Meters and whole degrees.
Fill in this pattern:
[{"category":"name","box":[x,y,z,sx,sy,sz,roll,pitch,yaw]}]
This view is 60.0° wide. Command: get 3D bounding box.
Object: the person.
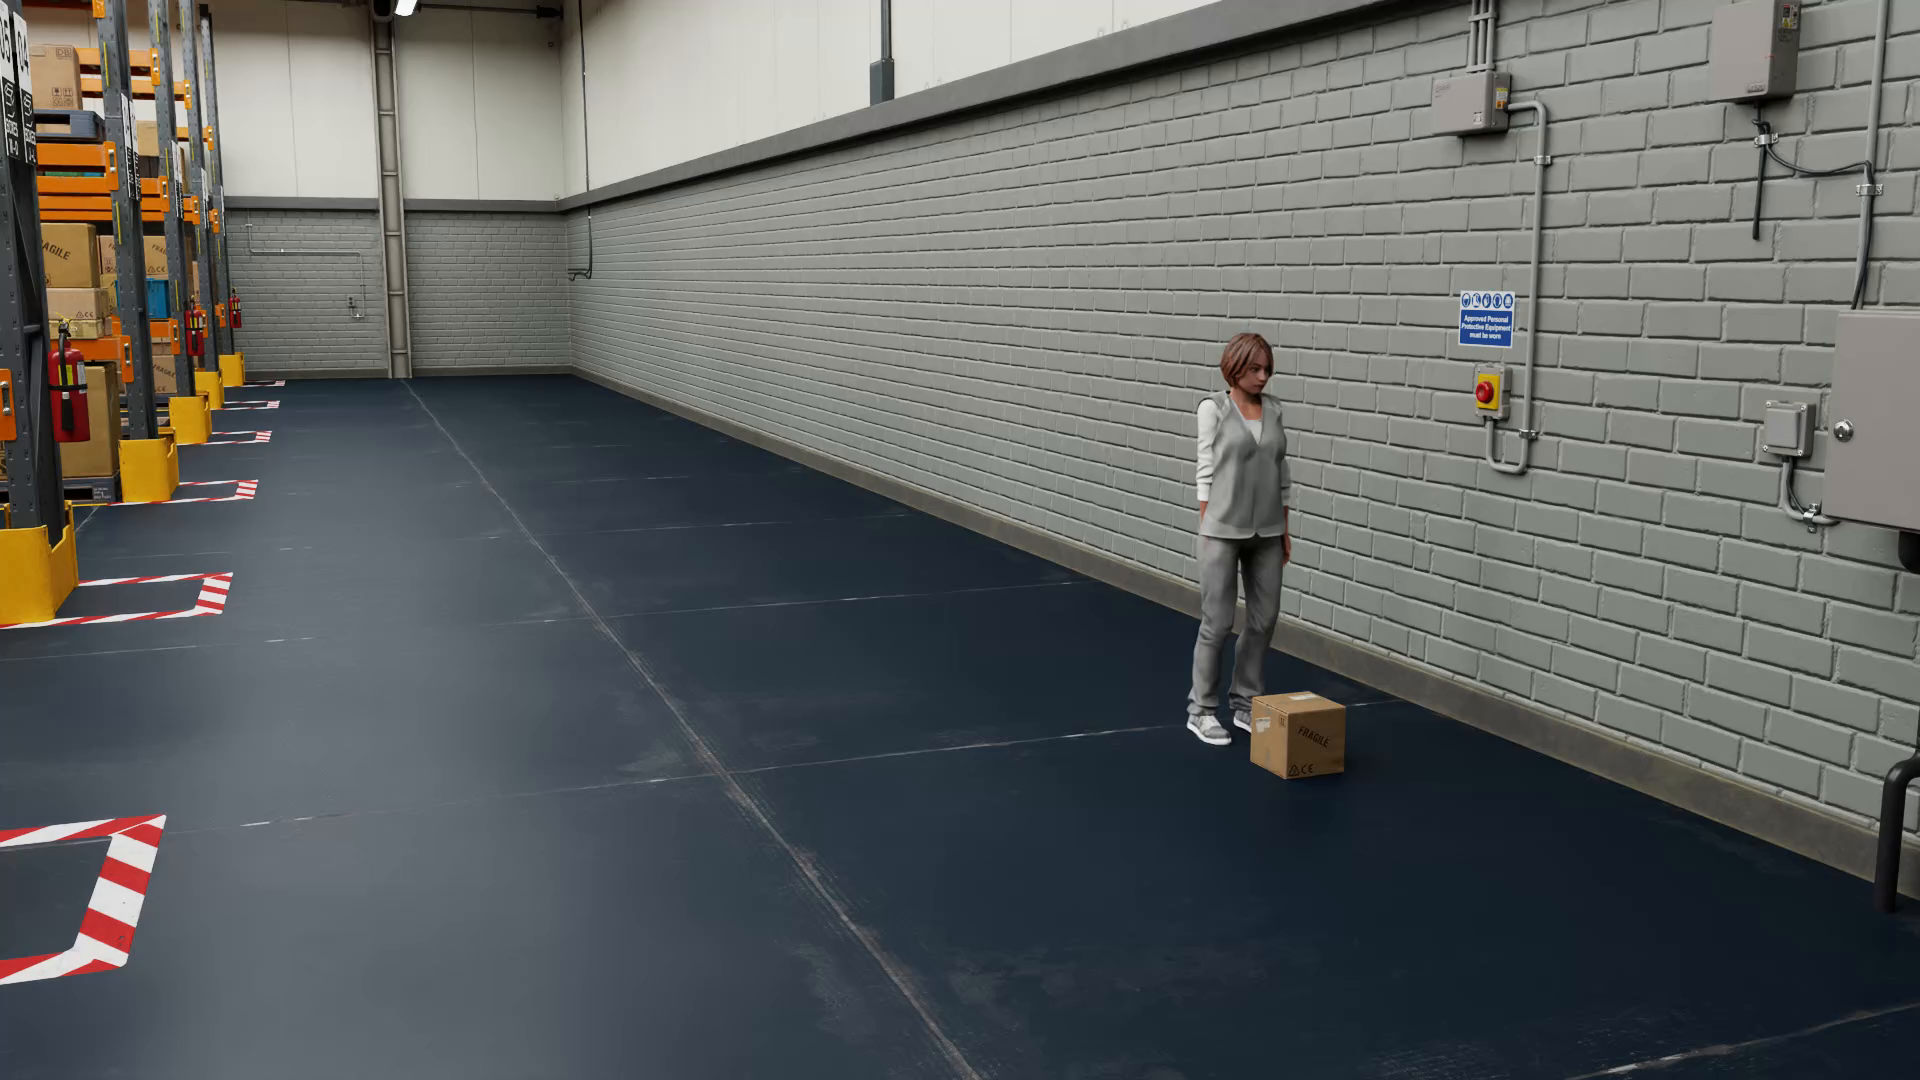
[{"category":"person","box":[1.109,-0.006,6.505,0.407,1.595,0.303,-3,10,-20]}]
